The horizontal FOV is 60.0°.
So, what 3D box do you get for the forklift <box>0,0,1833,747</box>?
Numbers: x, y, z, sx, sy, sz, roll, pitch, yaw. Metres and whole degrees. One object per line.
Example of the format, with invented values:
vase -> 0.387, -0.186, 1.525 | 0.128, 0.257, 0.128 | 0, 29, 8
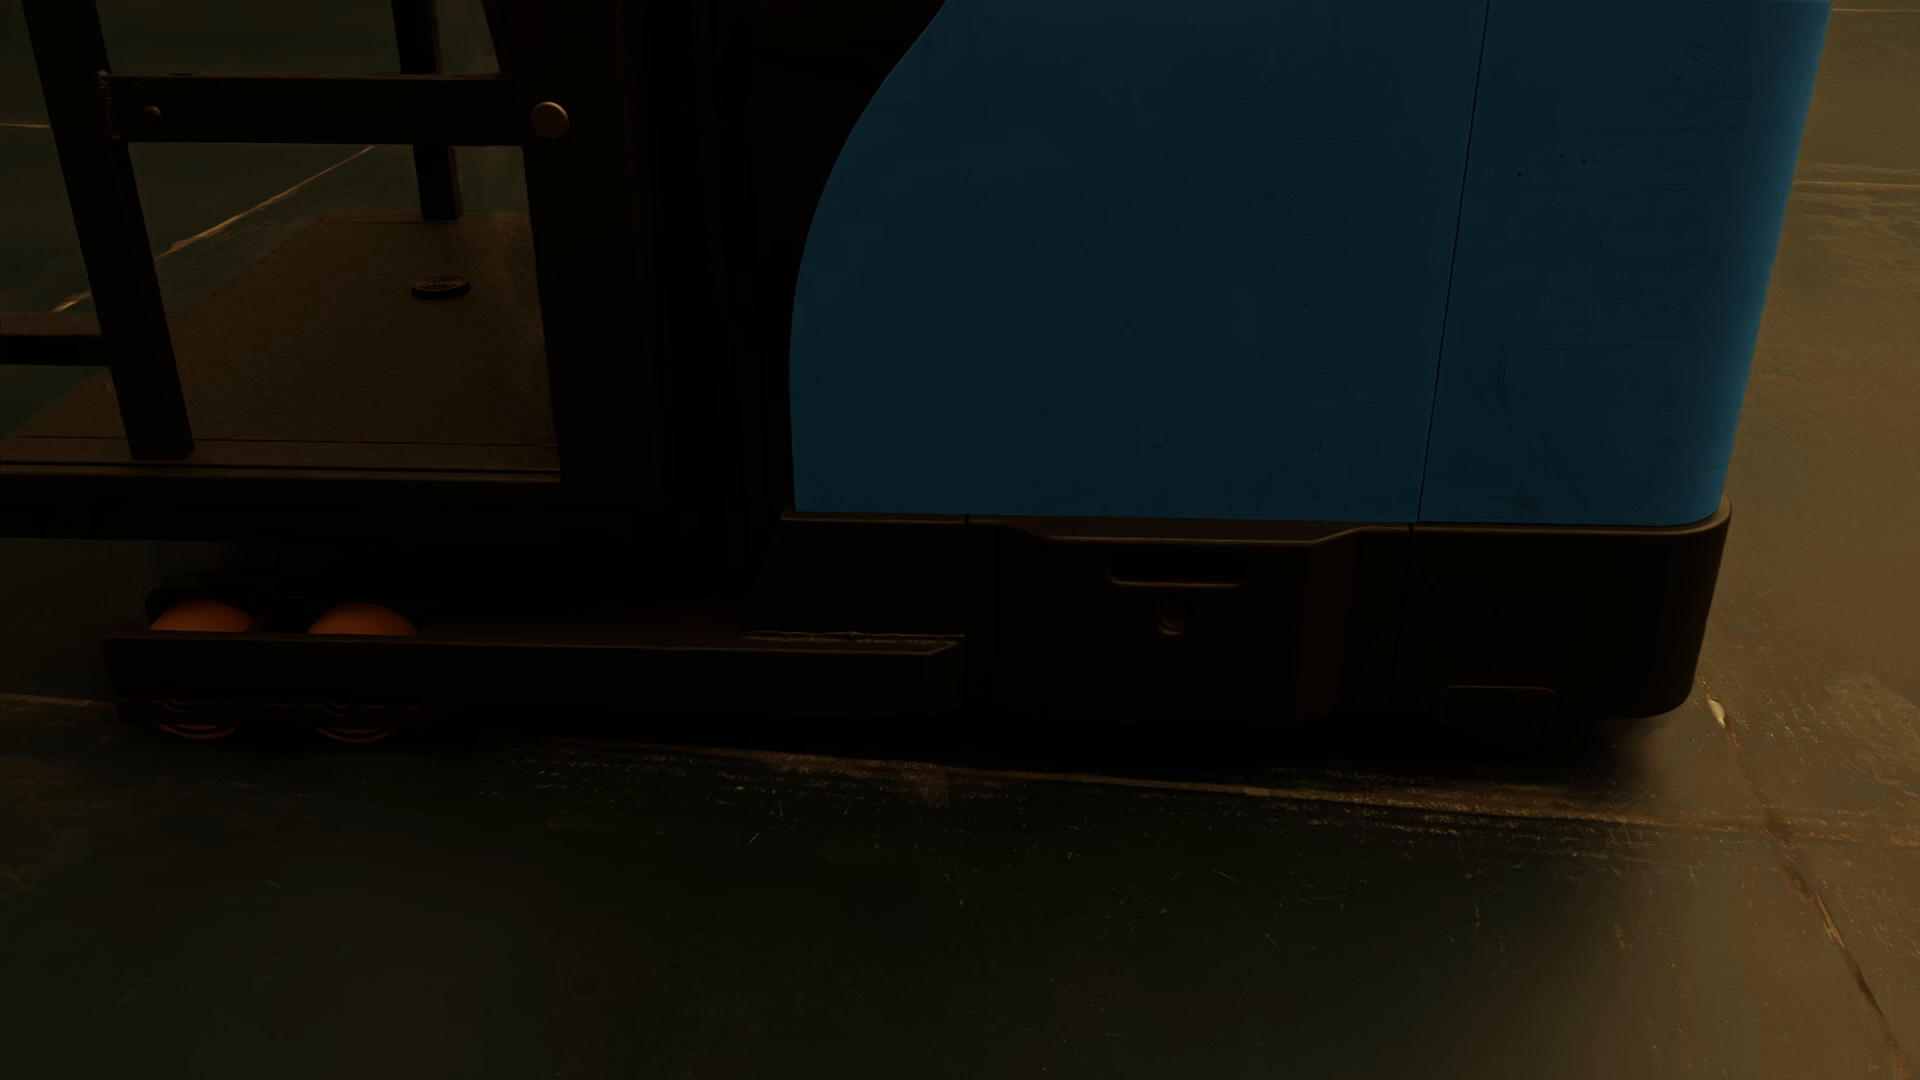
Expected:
forklift -> -0.617, -1.301, 1.824 | 3.031, 2.935, 1.130 | 1, 27, 2
